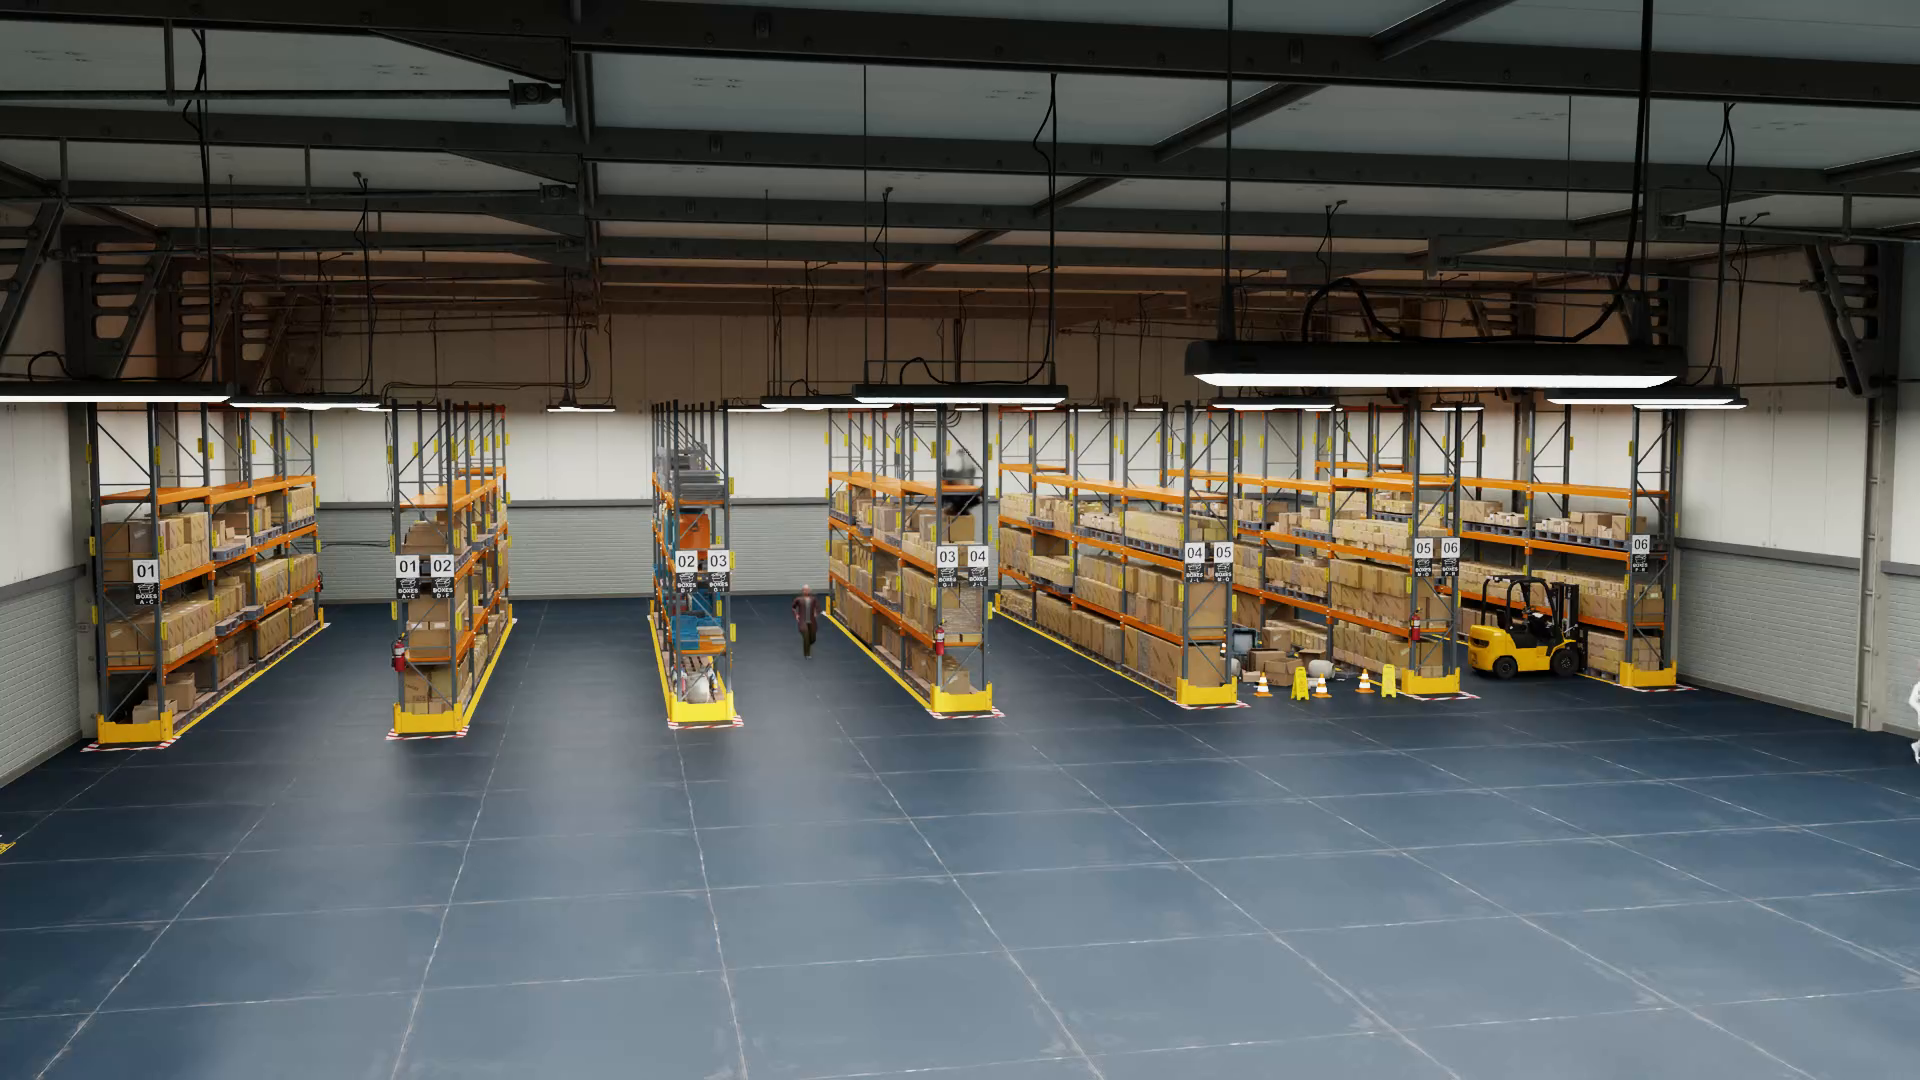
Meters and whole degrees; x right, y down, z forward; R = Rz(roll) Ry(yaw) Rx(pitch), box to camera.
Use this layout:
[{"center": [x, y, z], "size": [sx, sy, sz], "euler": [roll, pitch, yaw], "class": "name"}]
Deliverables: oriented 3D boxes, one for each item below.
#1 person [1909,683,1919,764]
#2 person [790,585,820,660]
[{"center": [15.436, 2.856, 26.512], "size": [0.756, 1.729, 0.685], "euler": [-1, 5, -18], "class": "person"}, {"center": [-3.595, 1.923, 38.914], "size": [0.715, 1.735, 0.762], "euler": [-2, 5, -19], "class": "person"}]
